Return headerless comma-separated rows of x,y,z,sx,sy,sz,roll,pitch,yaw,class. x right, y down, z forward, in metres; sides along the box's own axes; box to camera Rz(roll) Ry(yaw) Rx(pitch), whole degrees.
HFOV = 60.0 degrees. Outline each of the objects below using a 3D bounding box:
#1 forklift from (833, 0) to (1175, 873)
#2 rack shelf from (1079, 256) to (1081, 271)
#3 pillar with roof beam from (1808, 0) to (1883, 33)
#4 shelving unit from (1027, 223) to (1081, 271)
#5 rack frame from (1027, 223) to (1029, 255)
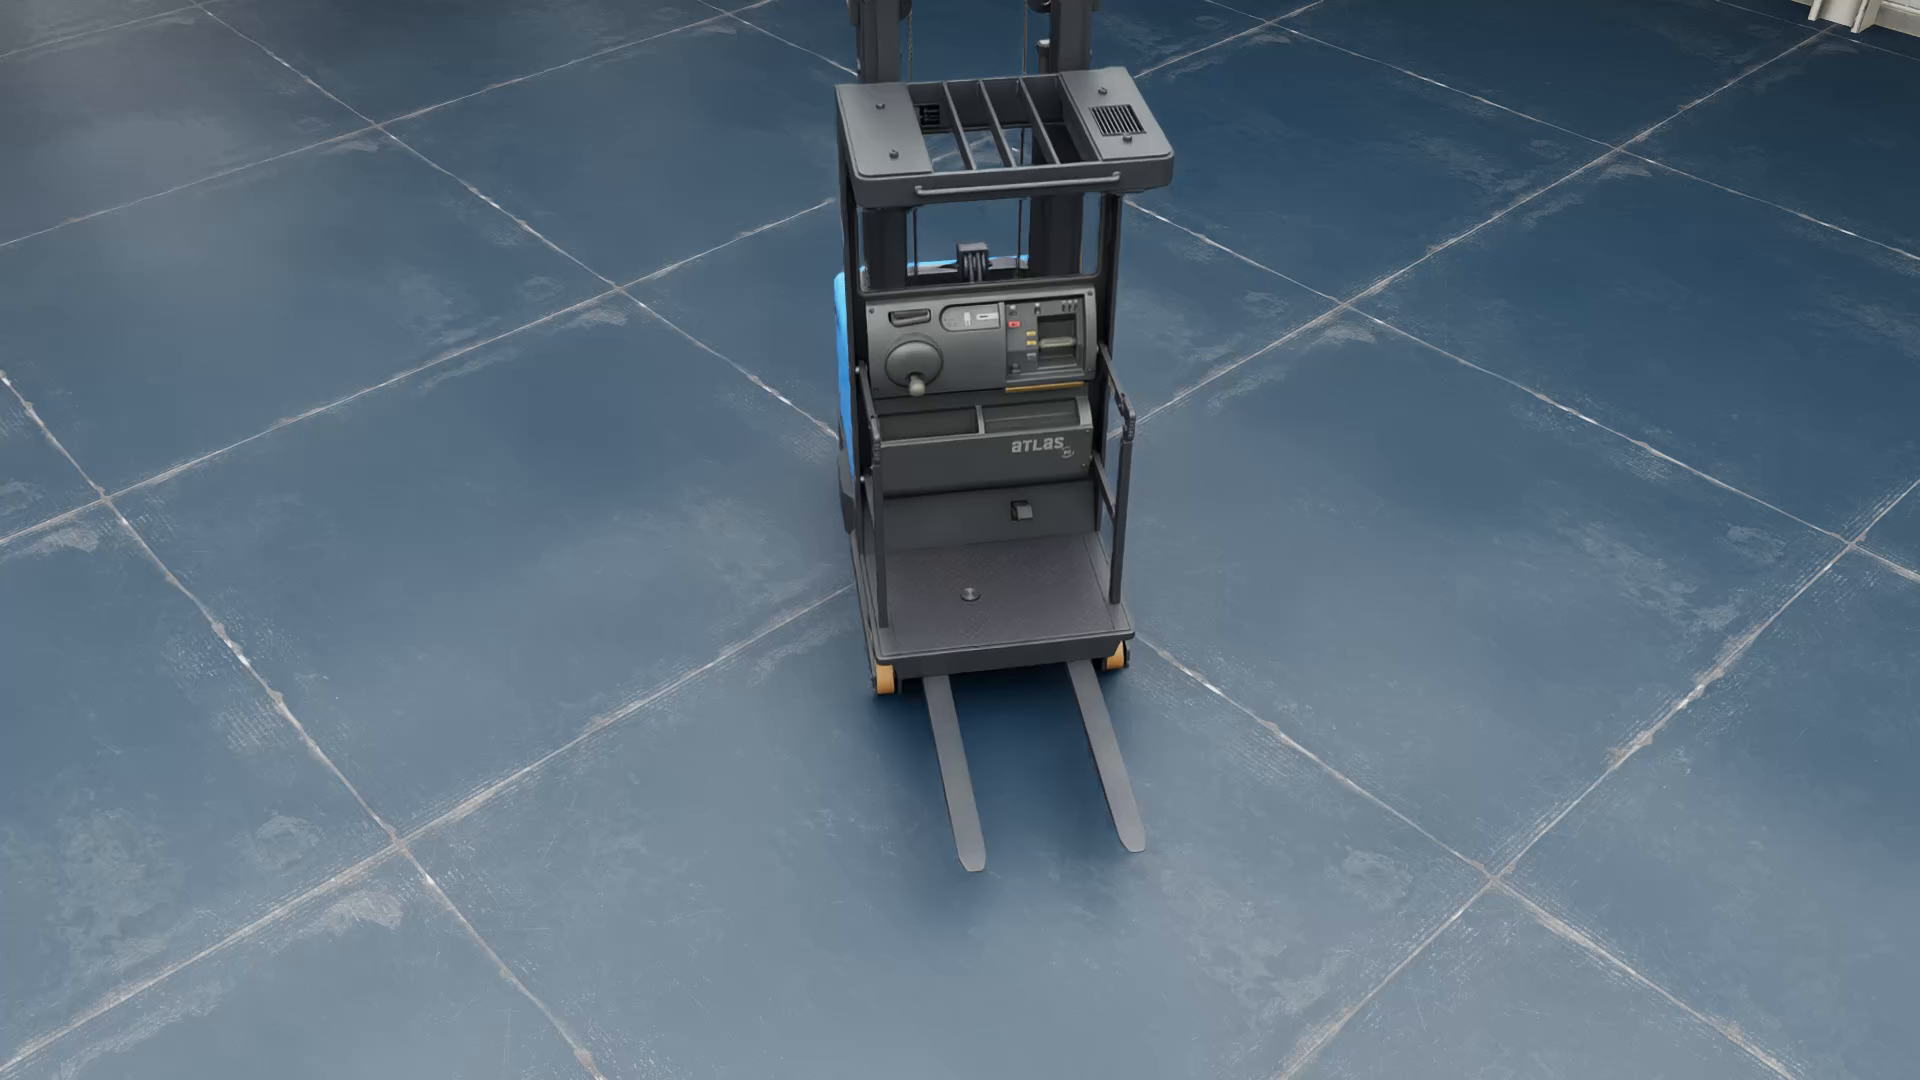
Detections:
0.125,-0.721,6.518,1.130,2.935,3.031,-6,39,-7,forklift
0.455,-1.330,8.147,0.258,0.103,0.180,6,39,8,rack shelf
3.705,-5.723,7.882,9.100,9.000,0.400,-30,48,-32,pillar with roof beam
0.455,-1.084,8.345,0.258,1.200,0.189,6,39,8,shelving unit
0.439,-1.028,8.275,0.240,1.200,0.006,6,39,8,rack frame
